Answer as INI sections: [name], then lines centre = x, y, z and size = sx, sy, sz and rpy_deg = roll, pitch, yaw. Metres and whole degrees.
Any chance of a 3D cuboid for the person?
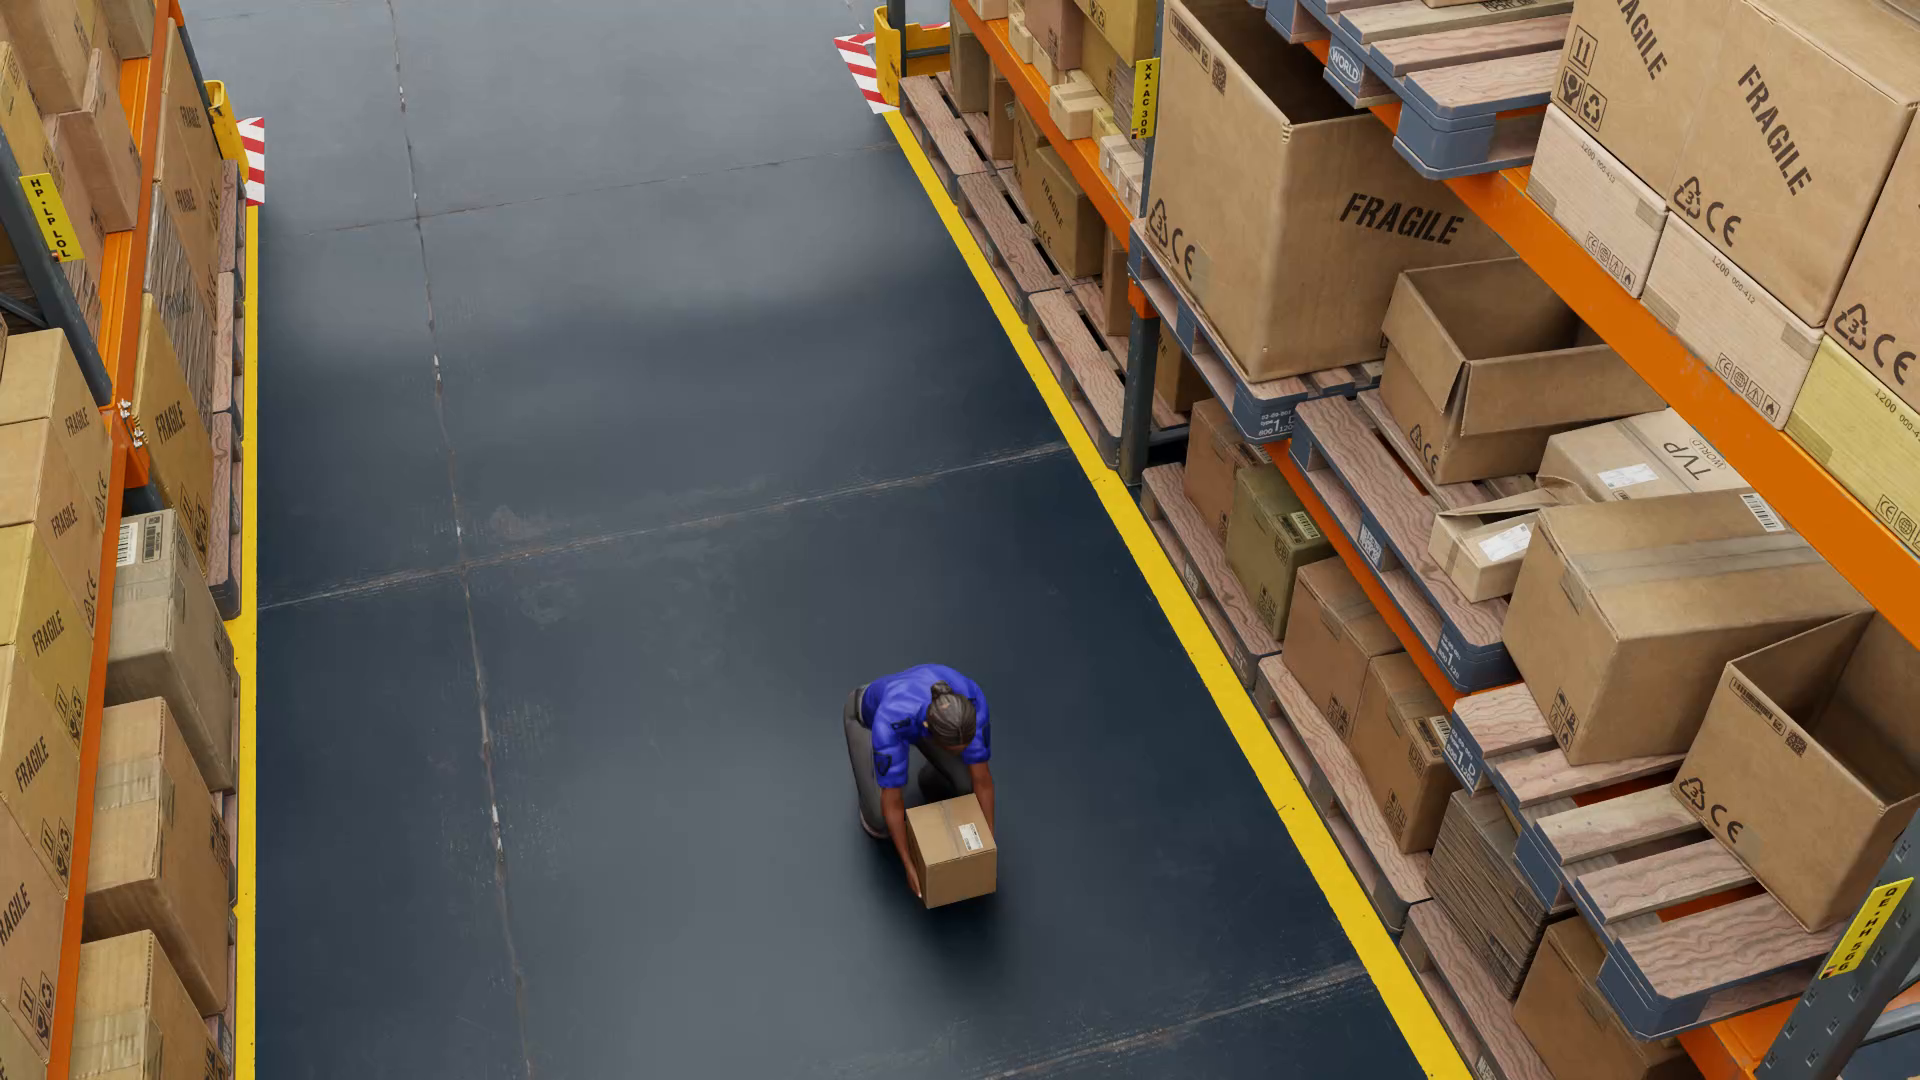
[person]
centre = -0.138, 0.759, 5.879
size = 0.468, 0.942, 0.844
rpy_deg = -13, 44, -14
